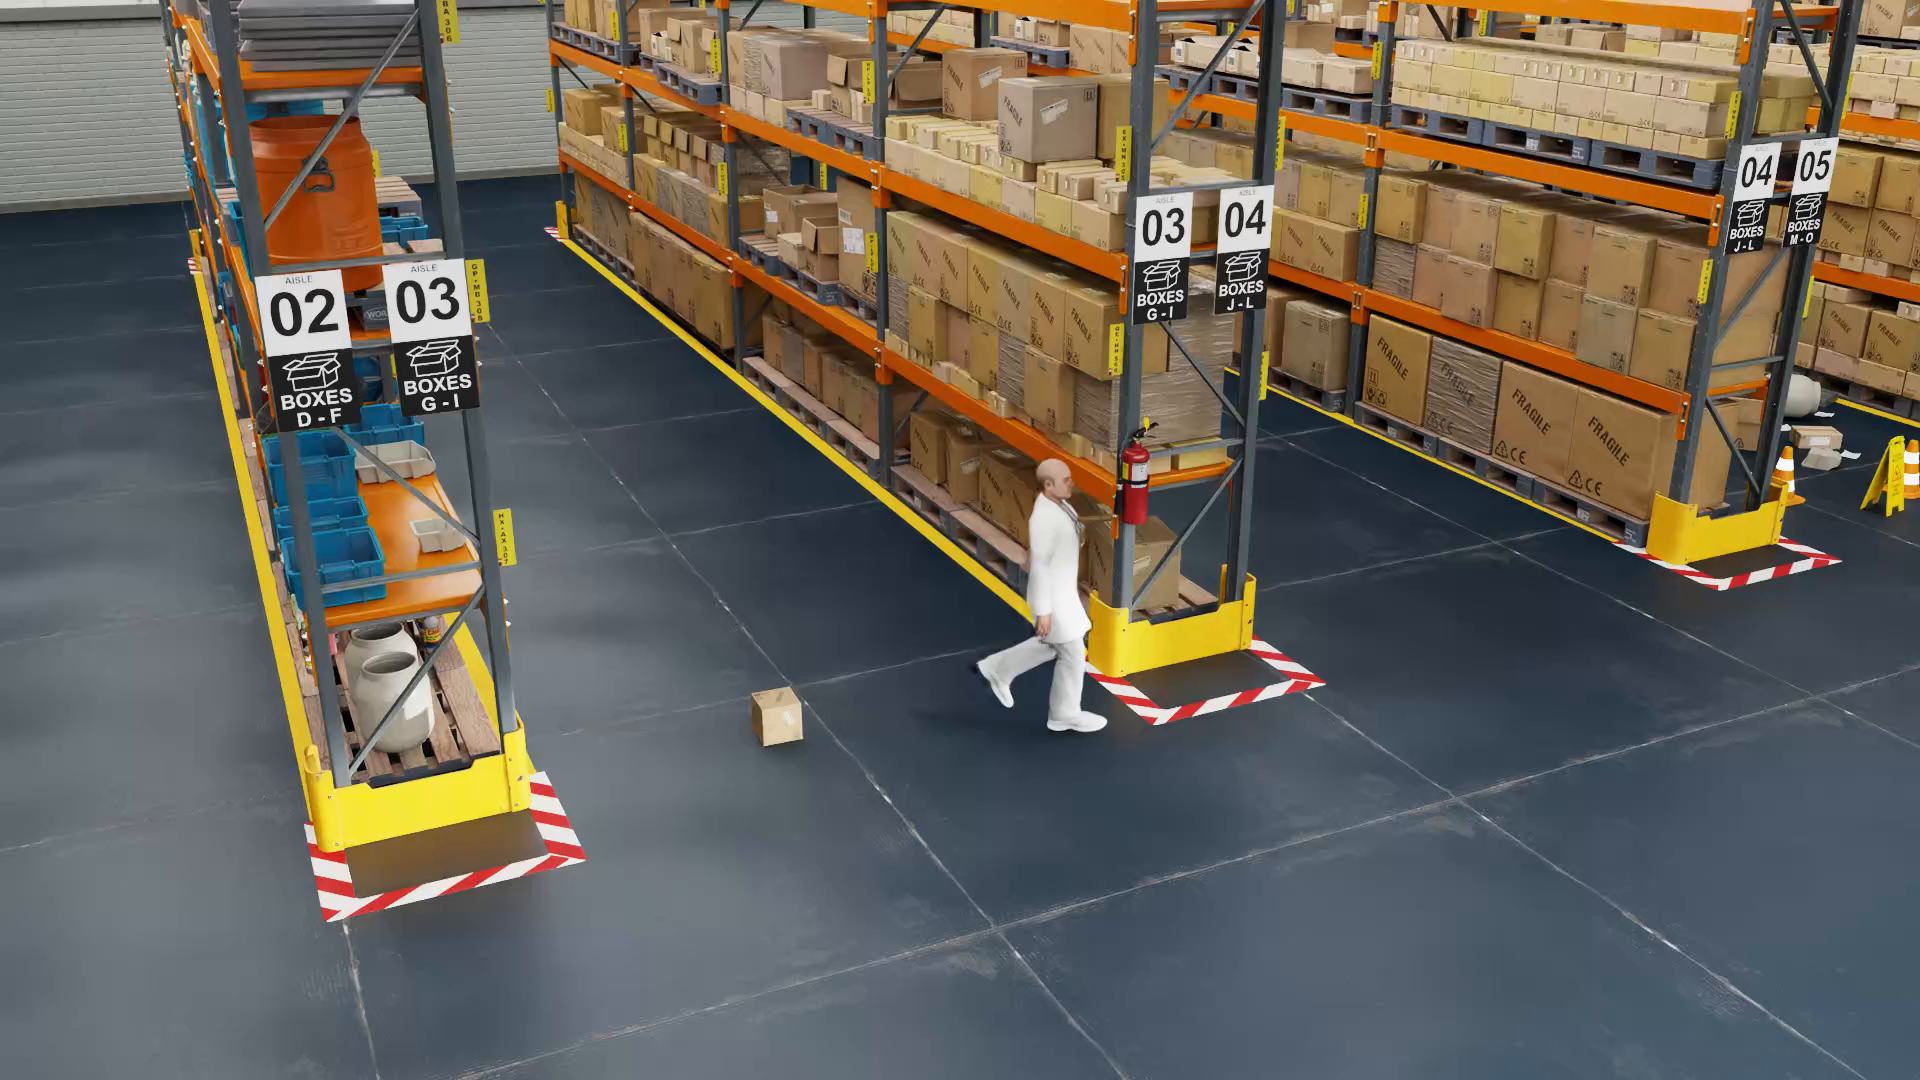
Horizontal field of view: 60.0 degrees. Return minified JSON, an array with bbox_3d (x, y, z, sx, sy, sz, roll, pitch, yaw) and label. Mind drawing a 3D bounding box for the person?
[{"bbox_3d":[0.512,0.332,10.182,0.829,1.757,0.587,2,22,6],"label":"person"}]
